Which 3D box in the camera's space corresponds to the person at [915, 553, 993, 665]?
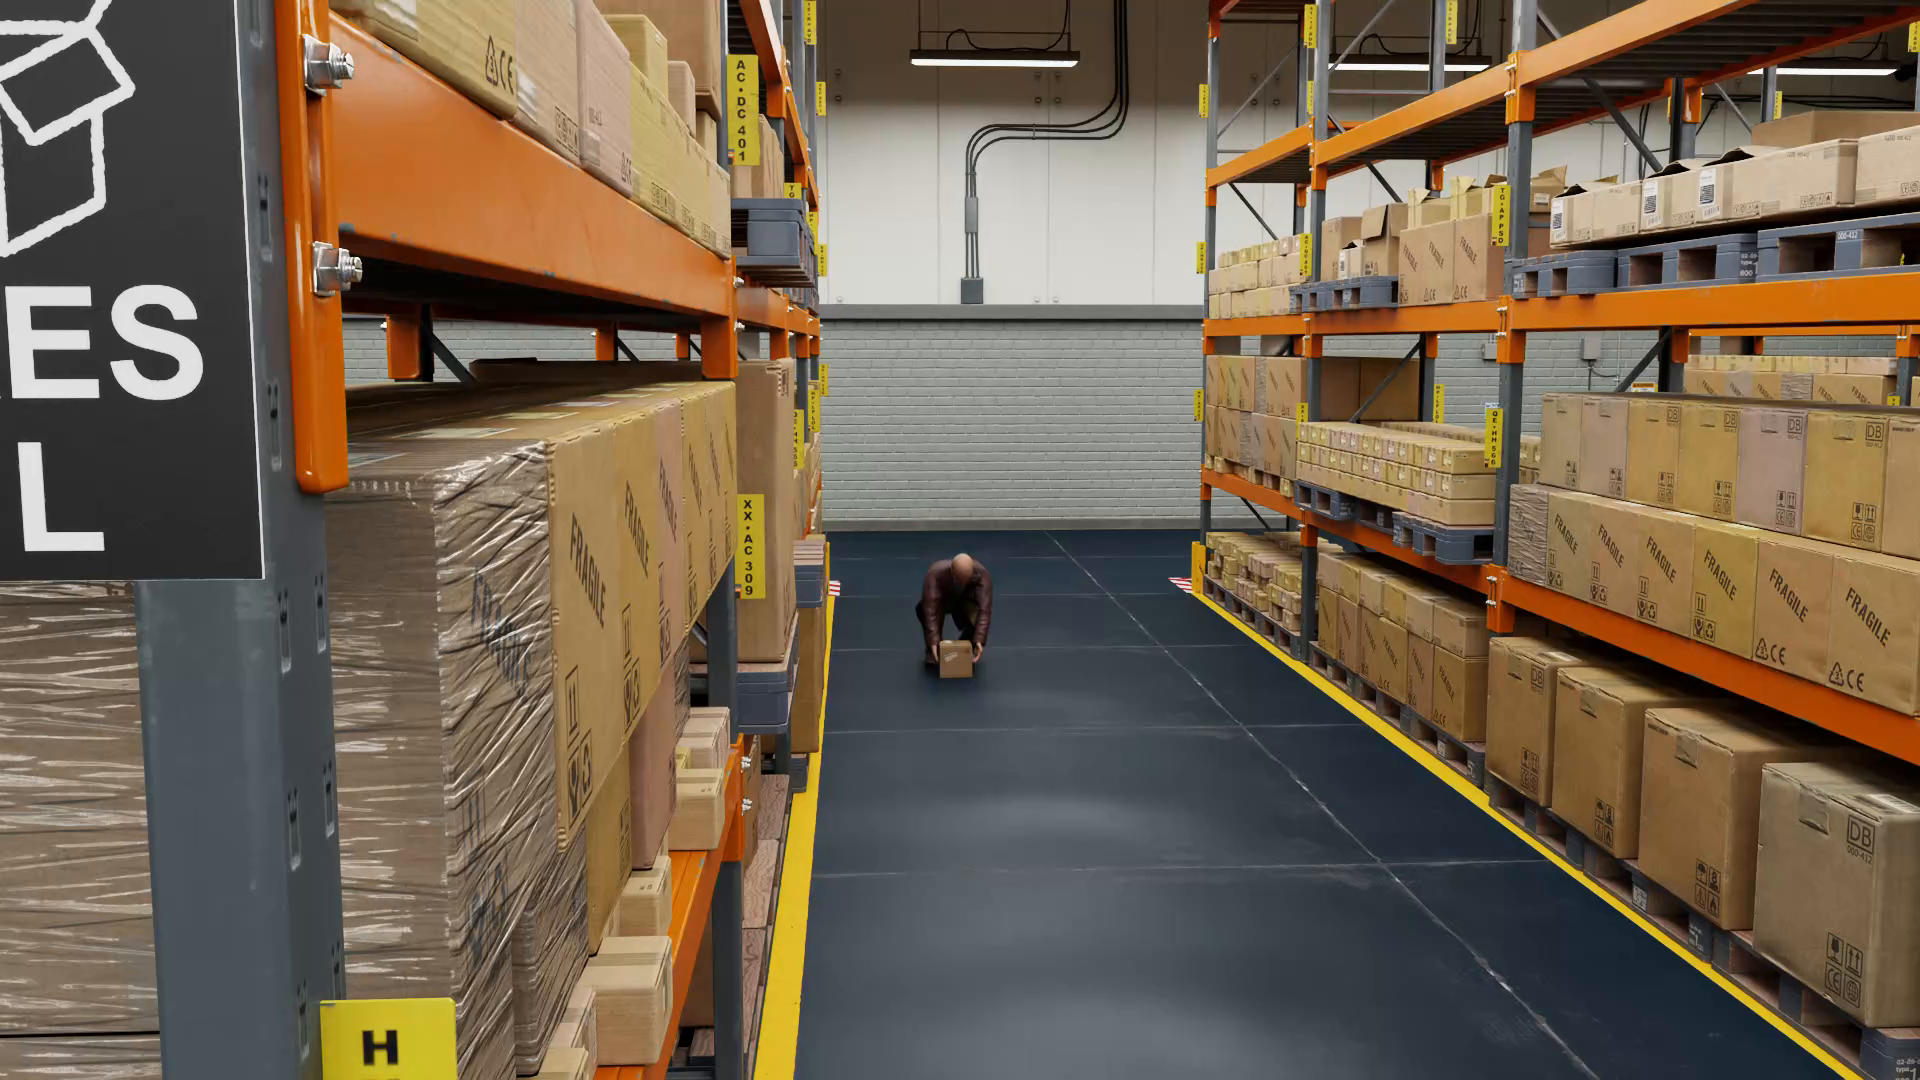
[{"bbox_3d":[-0.051,0.538,13.289,0.610,0.947,0.907,0,7,-4],"label":"person"}]
